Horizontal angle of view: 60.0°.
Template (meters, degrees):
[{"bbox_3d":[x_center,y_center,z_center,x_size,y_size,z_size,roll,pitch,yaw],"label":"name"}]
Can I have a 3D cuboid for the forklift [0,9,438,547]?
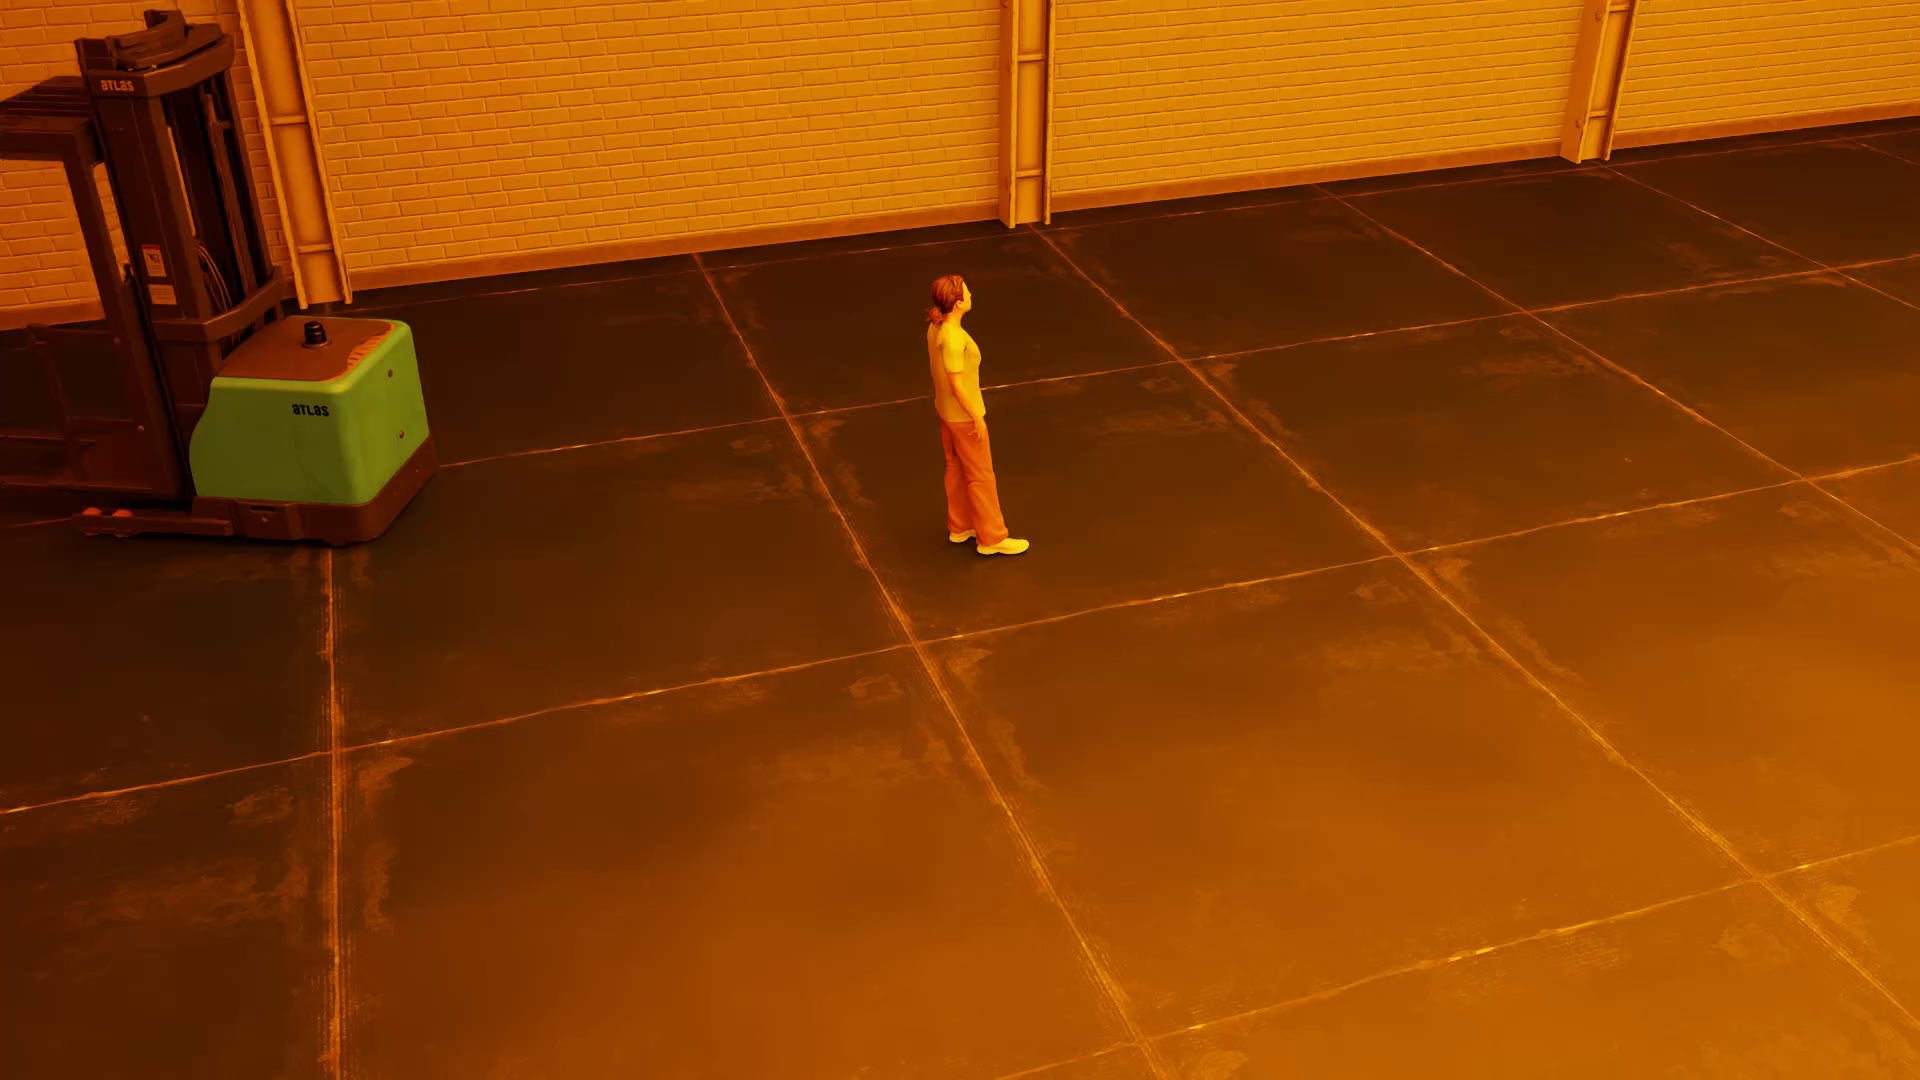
[{"bbox_3d":[-4.910,-1.541,9.765,3.031,2.935,1.130,3,30,6],"label":"forklift"}]

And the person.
[{"bbox_3d":[0.074,-0.739,9.615,0.548,1.673,0.553,-10,31,-16],"label":"person"}]
